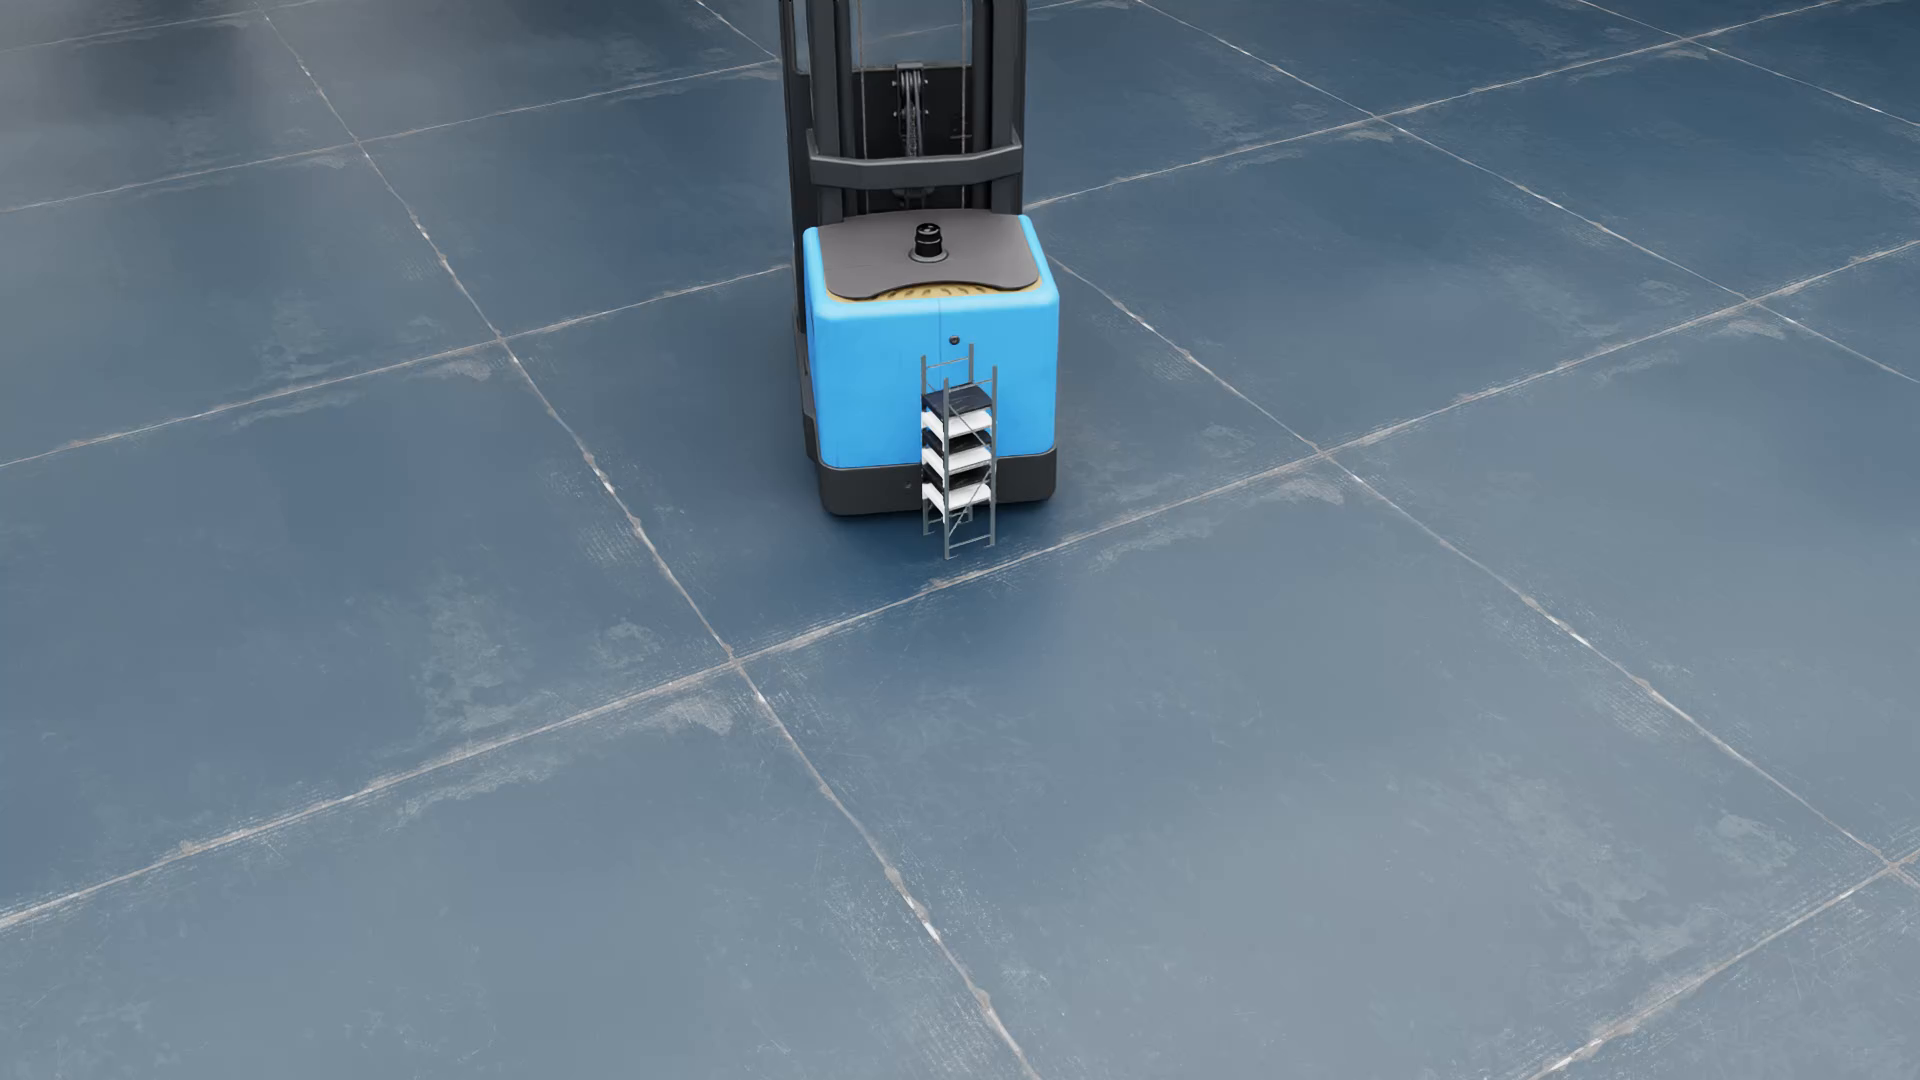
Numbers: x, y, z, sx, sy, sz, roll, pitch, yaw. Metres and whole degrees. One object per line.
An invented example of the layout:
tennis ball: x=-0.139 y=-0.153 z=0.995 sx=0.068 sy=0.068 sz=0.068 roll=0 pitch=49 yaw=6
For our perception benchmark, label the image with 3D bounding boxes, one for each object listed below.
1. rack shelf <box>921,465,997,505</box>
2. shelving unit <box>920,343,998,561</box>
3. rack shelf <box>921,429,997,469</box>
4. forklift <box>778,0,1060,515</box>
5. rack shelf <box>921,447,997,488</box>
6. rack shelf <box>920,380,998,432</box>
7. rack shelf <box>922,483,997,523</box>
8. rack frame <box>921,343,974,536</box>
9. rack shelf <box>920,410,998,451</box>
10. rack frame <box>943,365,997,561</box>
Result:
rack shelf: x=-0.005 y=-0.262 z=7.054 sx=0.258 sy=0.077 sz=0.200 roll=-17 pitch=39 yaw=-22
shelving unit: x=-0.005 y=-0.361 z=6.982 sx=0.258 sy=0.900 sz=0.210 roll=-17 pitch=39 yaw=-22
rack shelf: x=-0.005 y=-0.407 z=6.948 sx=0.258 sy=0.077 sz=0.200 roll=-17 pitch=39 yaw=-22
forklift: x=-0.283 y=-2.151 z=7.710 sx=1.130 sy=2.935 sz=3.031 roll=-5 pitch=36 yaw=-6
rack shelf: x=-0.005 y=-0.334 z=7.001 sx=0.258 sy=0.077 sz=0.200 roll=-17 pitch=39 yaw=-22
rack shelf: x=-0.005 y=-0.552 z=6.842 sx=0.258 sy=0.077 sz=0.200 roll=-17 pitch=39 yaw=-22
rack shelf: x=-0.005 y=-0.189 z=7.107 sx=0.258 sy=0.077 sz=0.200 roll=-17 pitch=39 yaw=-22
rack frame: x=-0.051 y=-0.415 z=7.055 sx=0.240 sy=0.900 sz=0.006 roll=-17 pitch=39 yaw=-22
rack shelf: x=-0.005 y=-0.480 z=6.895 sx=0.258 sy=0.077 sz=0.200 roll=-17 pitch=39 yaw=-22
rack frame: x=0.042 y=-0.308 z=6.909 sx=0.240 sy=0.900 sz=0.006 roll=-17 pitch=39 yaw=-22
